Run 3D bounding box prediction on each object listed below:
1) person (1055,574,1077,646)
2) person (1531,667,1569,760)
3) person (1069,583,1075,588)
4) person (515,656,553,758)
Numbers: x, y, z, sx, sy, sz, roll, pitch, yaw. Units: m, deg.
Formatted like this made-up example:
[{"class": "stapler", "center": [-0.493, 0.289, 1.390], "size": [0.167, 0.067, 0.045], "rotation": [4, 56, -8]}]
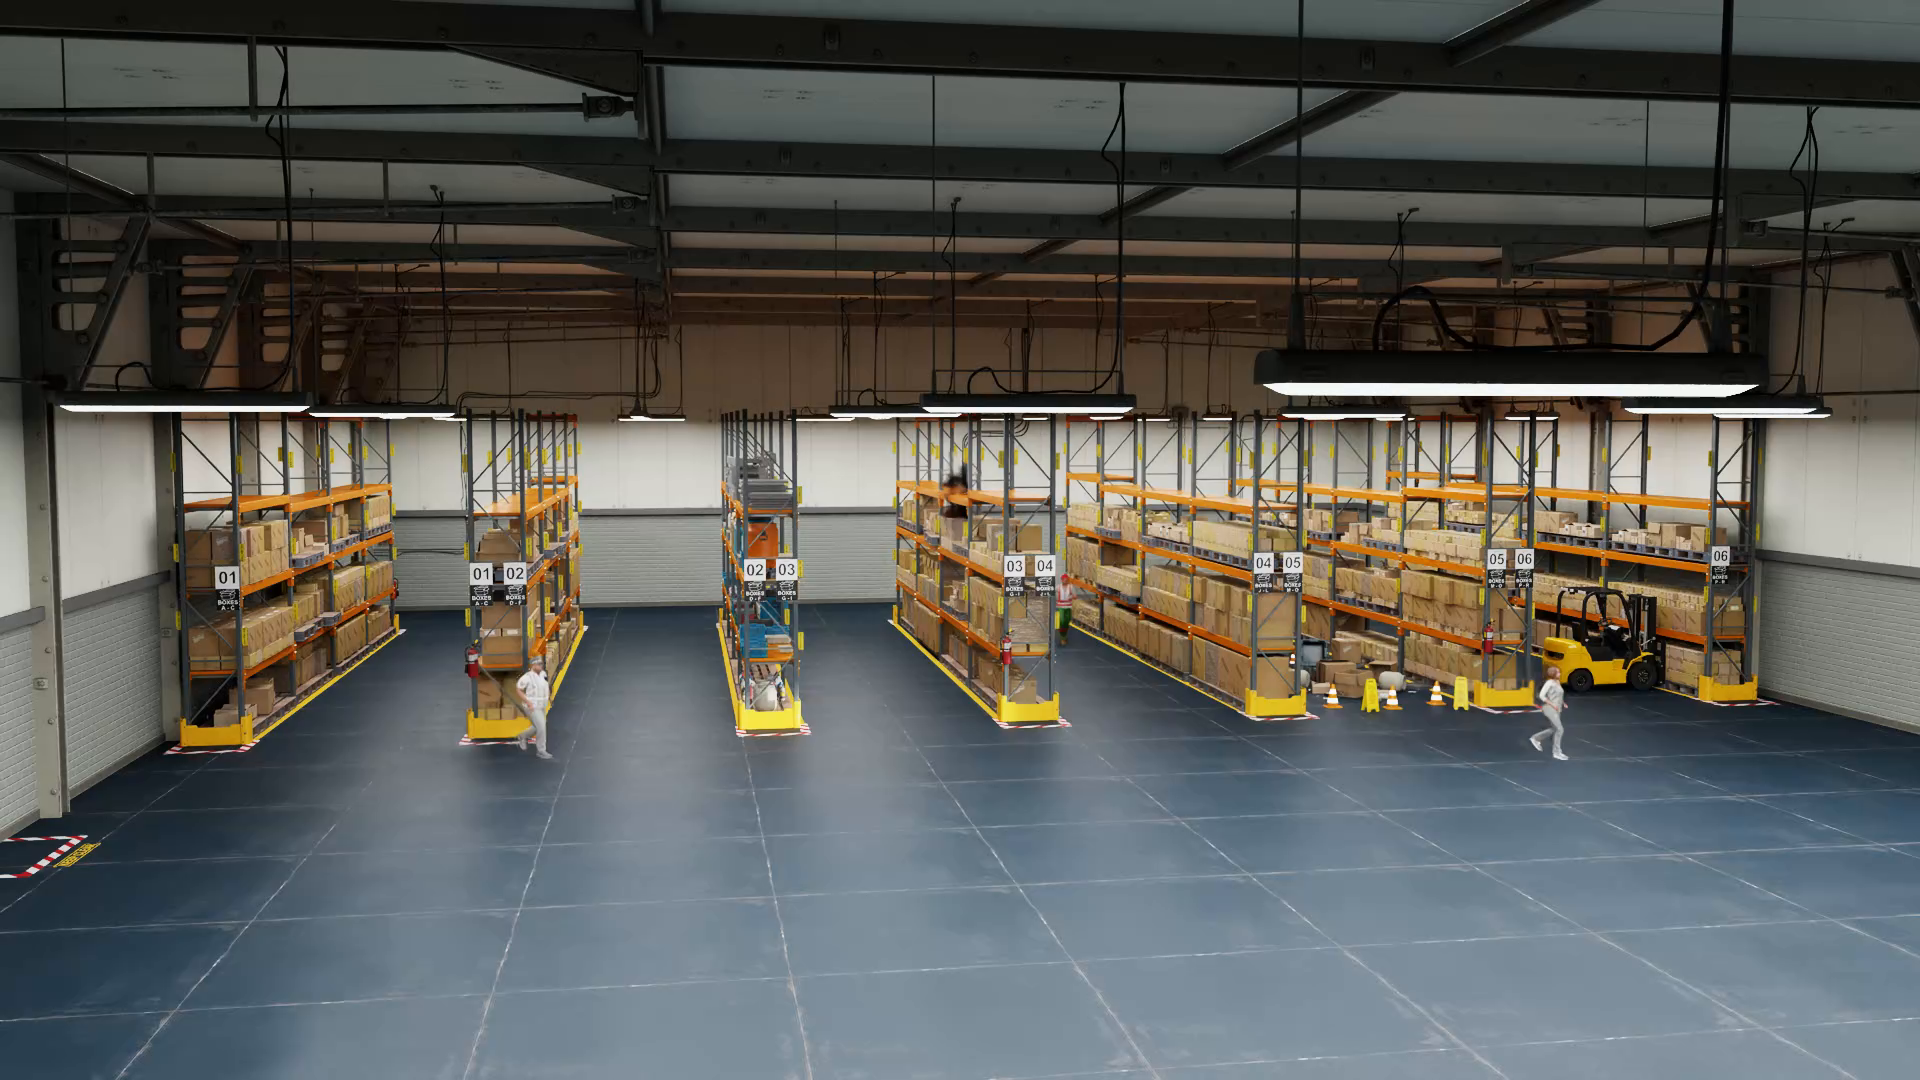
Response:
[{"class": "person", "center": [2.714, 1.794, 43.284], "size": [0.655, 1.829, 0.840], "rotation": [-1, 4, -9]}, {"class": "person", "center": [10.109, 2.952, 28.512], "size": [0.675, 1.589, 0.550], "rotation": [3, 5, 37]}, {"class": "person", "center": [3.292, 1.458, 49.704], "size": [0.741, 1.622, 0.604], "rotation": [-1, 4, -16]}, {"class": "person", "center": [-7.364, 2.861, 28.679], "size": [0.837, 1.760, 0.653], "rotation": [2, 4, 24]}]
